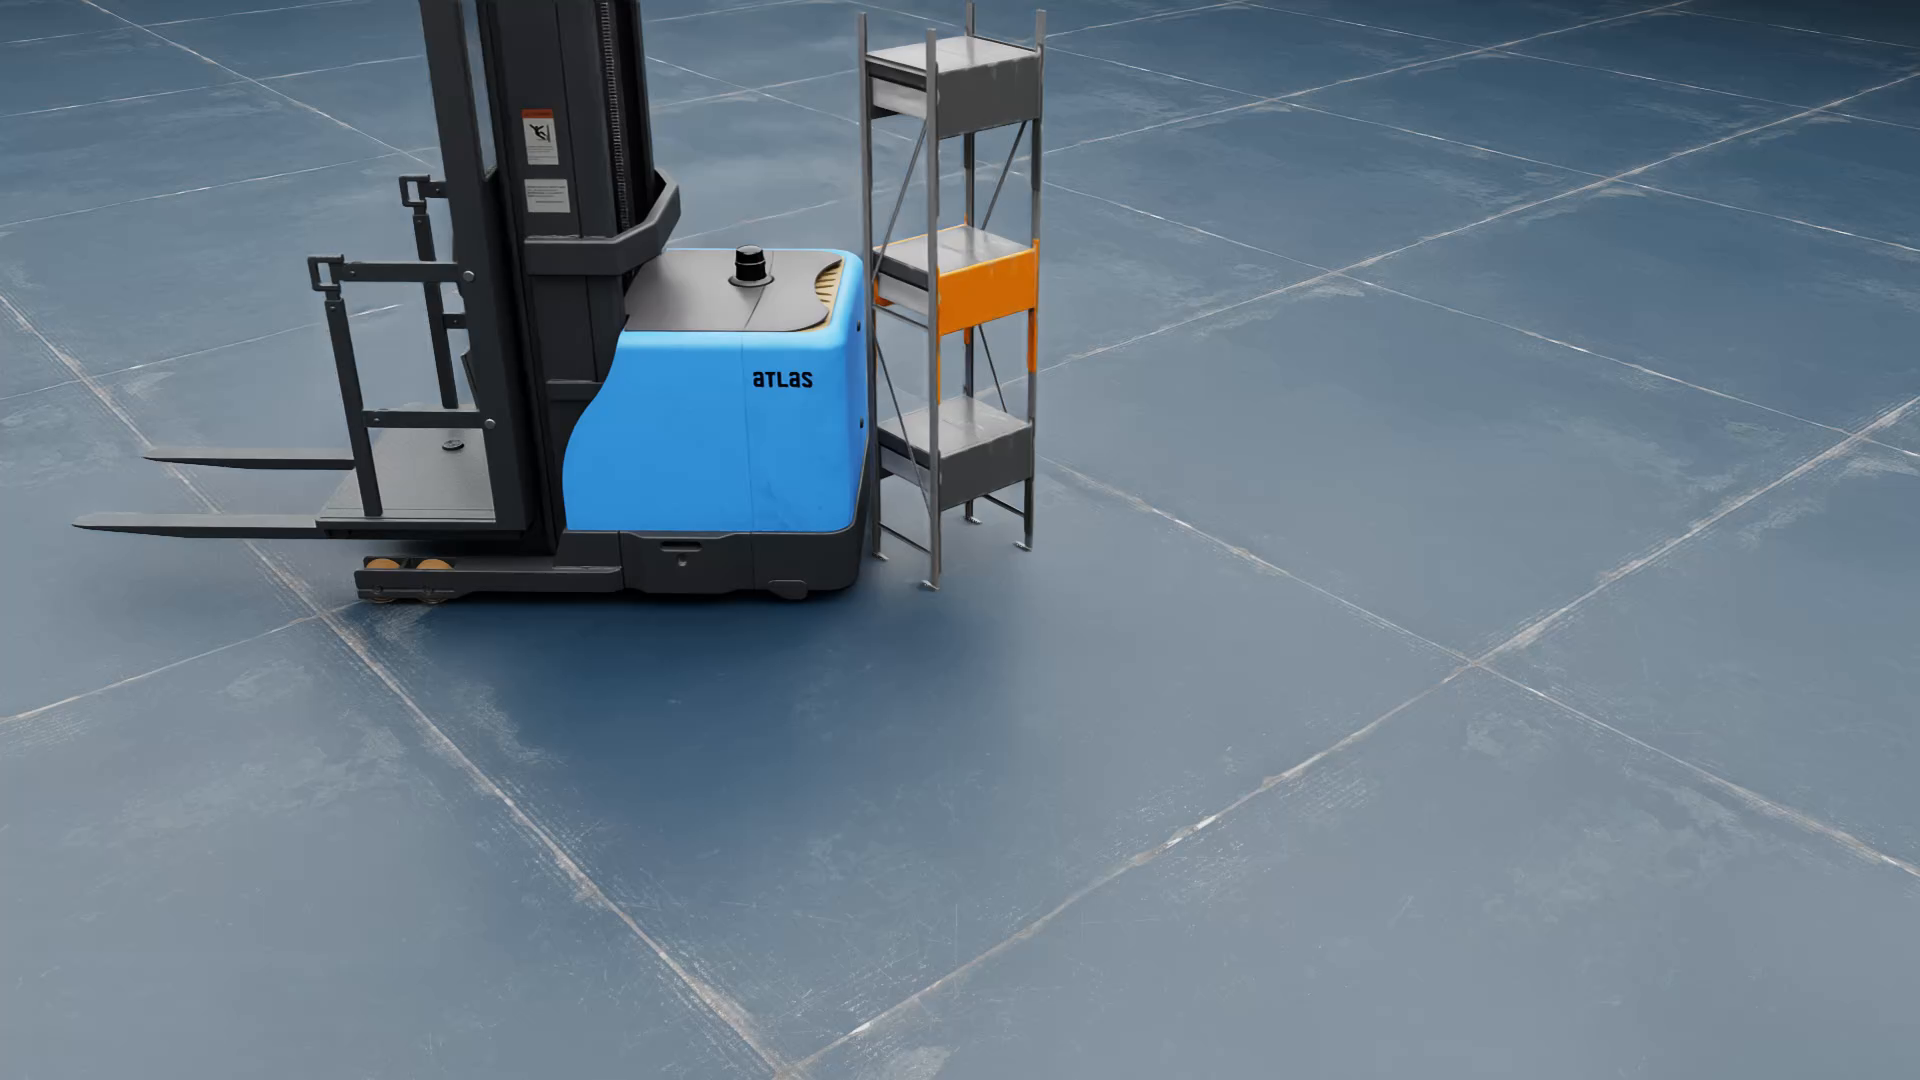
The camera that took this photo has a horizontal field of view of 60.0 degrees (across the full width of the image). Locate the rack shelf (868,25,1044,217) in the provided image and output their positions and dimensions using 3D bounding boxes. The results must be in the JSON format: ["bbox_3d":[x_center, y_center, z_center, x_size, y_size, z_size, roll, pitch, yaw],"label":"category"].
[{"bbox_3d":[-0.028,-1.480,5.836,0.480,0.518,0.431,-22,35,-35],"label":"rack shelf"}]

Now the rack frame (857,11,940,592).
[{"bbox_3d":[-0.213,-0.800,6.020,0.015,2.100,0.400,-22,35,-35],"label":"rack frame"}]

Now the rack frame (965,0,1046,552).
[{"bbox_3d":[0.157,-0.950,6.300,0.015,2.100,0.400,-22,35,-35],"label":"rack frame"}]

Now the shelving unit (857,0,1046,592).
[{"bbox_3d":[-0.028,-0.875,6.160,0.503,2.100,0.431,-22,35,-35],"label":"shelving unit"}]

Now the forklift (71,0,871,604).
[{"bbox_3d":[-1.897,-1.300,6.072,3.031,2.935,1.130,0,28,1],"label":"forklift"}]

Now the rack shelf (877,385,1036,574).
[{"bbox_3d":[-0.028,-0.246,6.496,0.480,0.518,0.431,-22,35,-35],"label":"rack shelf"}]

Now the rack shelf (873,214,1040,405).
[{"bbox_3d":[-0.028,-0.863,6.166,0.480,0.518,0.431,-22,35,-35],"label":"rack shelf"}]
